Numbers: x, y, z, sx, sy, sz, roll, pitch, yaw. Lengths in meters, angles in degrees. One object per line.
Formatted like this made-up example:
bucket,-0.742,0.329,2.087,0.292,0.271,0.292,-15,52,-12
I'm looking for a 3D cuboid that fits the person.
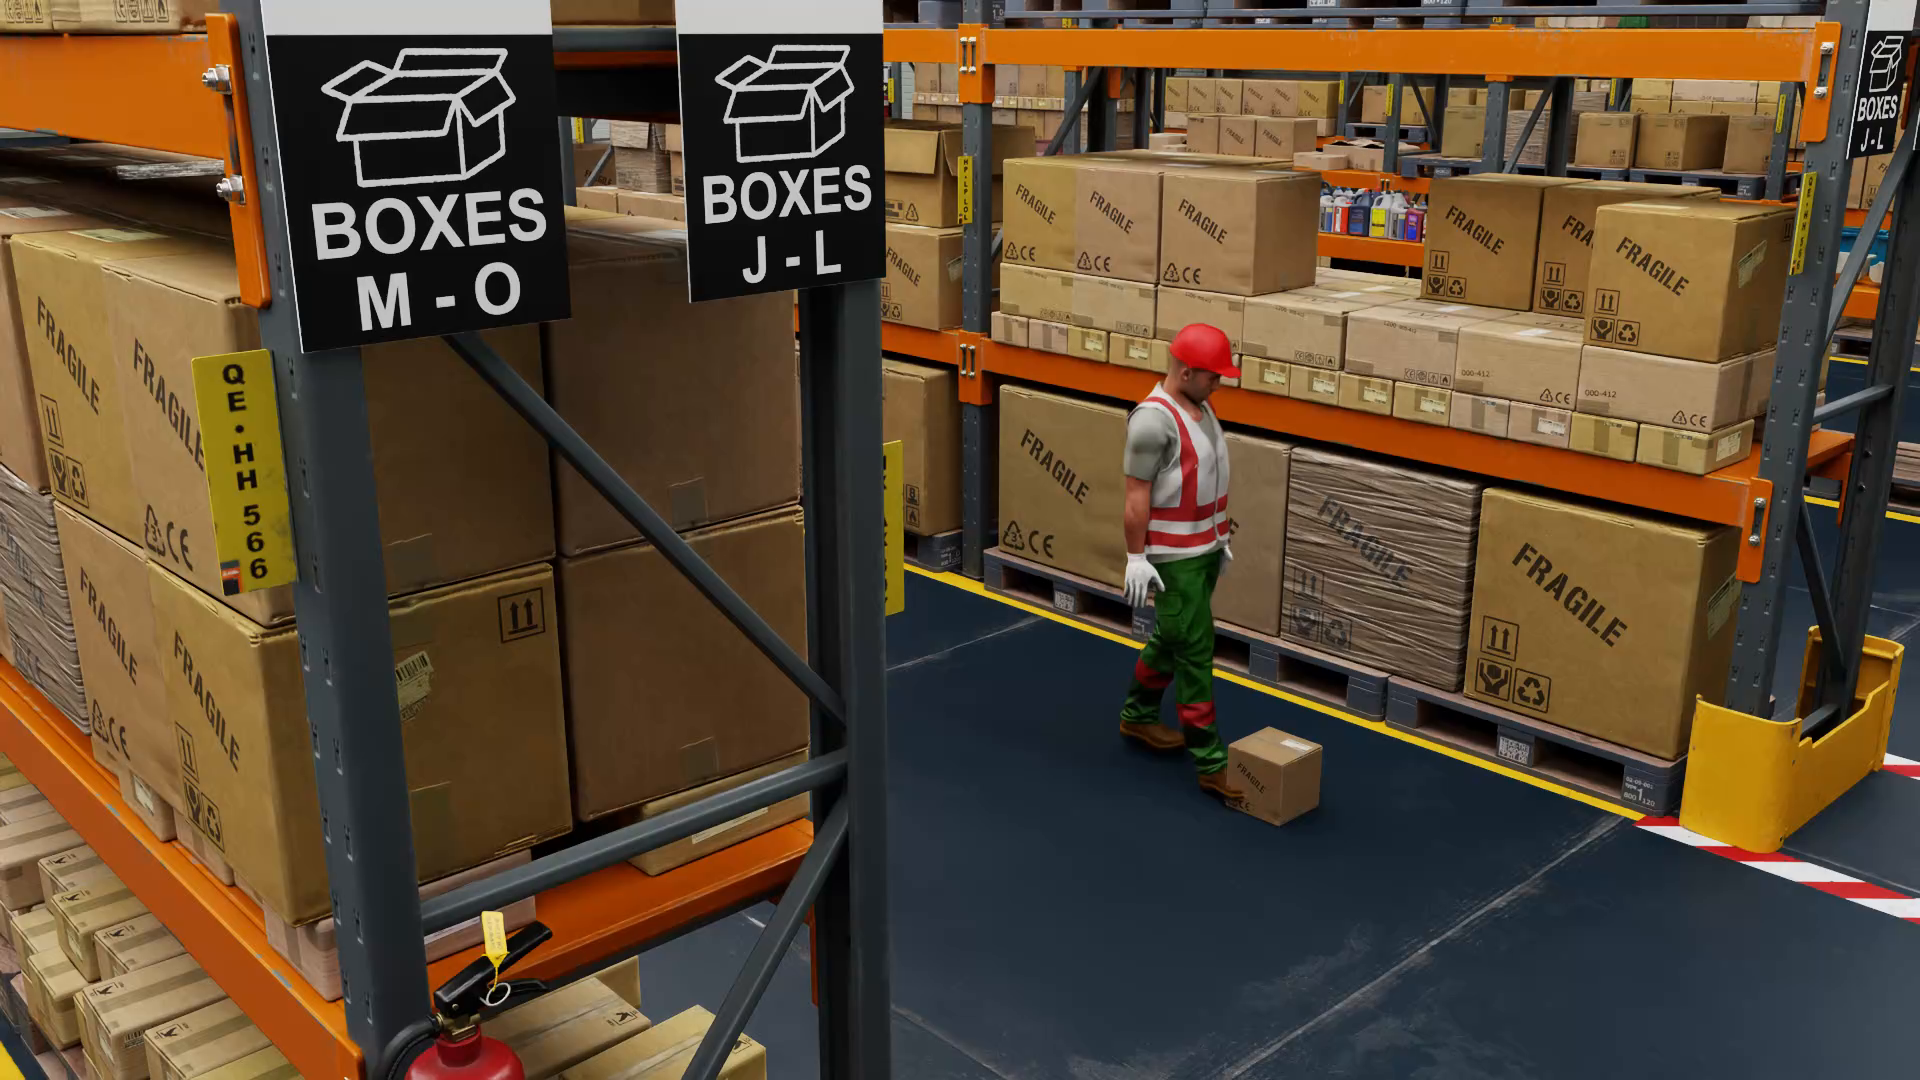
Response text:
person,-0.420,-1.778,12.266,10.338,1.764,9.046,12,21,35
